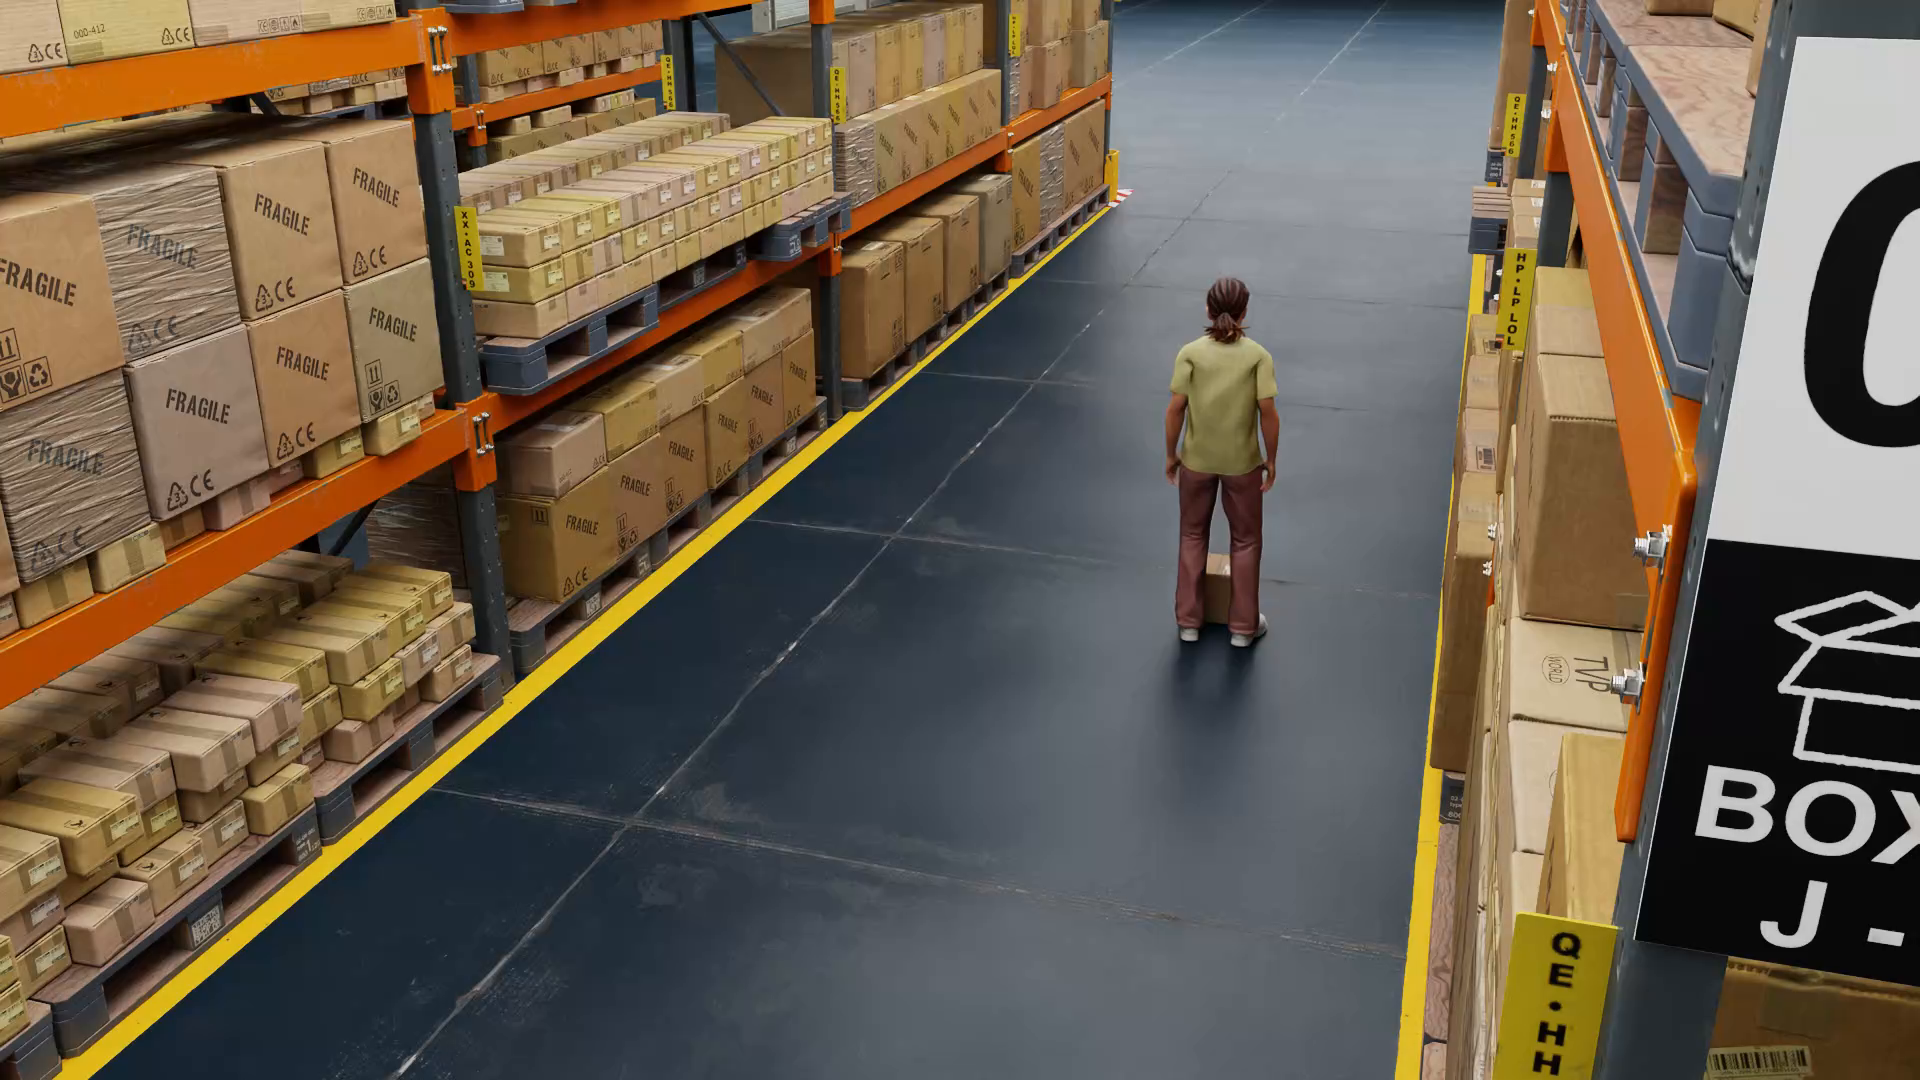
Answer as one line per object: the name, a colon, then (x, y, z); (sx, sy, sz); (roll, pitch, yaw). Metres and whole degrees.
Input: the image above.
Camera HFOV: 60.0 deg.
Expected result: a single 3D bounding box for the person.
person: (1.166, -0.336, 7.423); (0.504, 1.671, 0.360); (5, 23, 13)
